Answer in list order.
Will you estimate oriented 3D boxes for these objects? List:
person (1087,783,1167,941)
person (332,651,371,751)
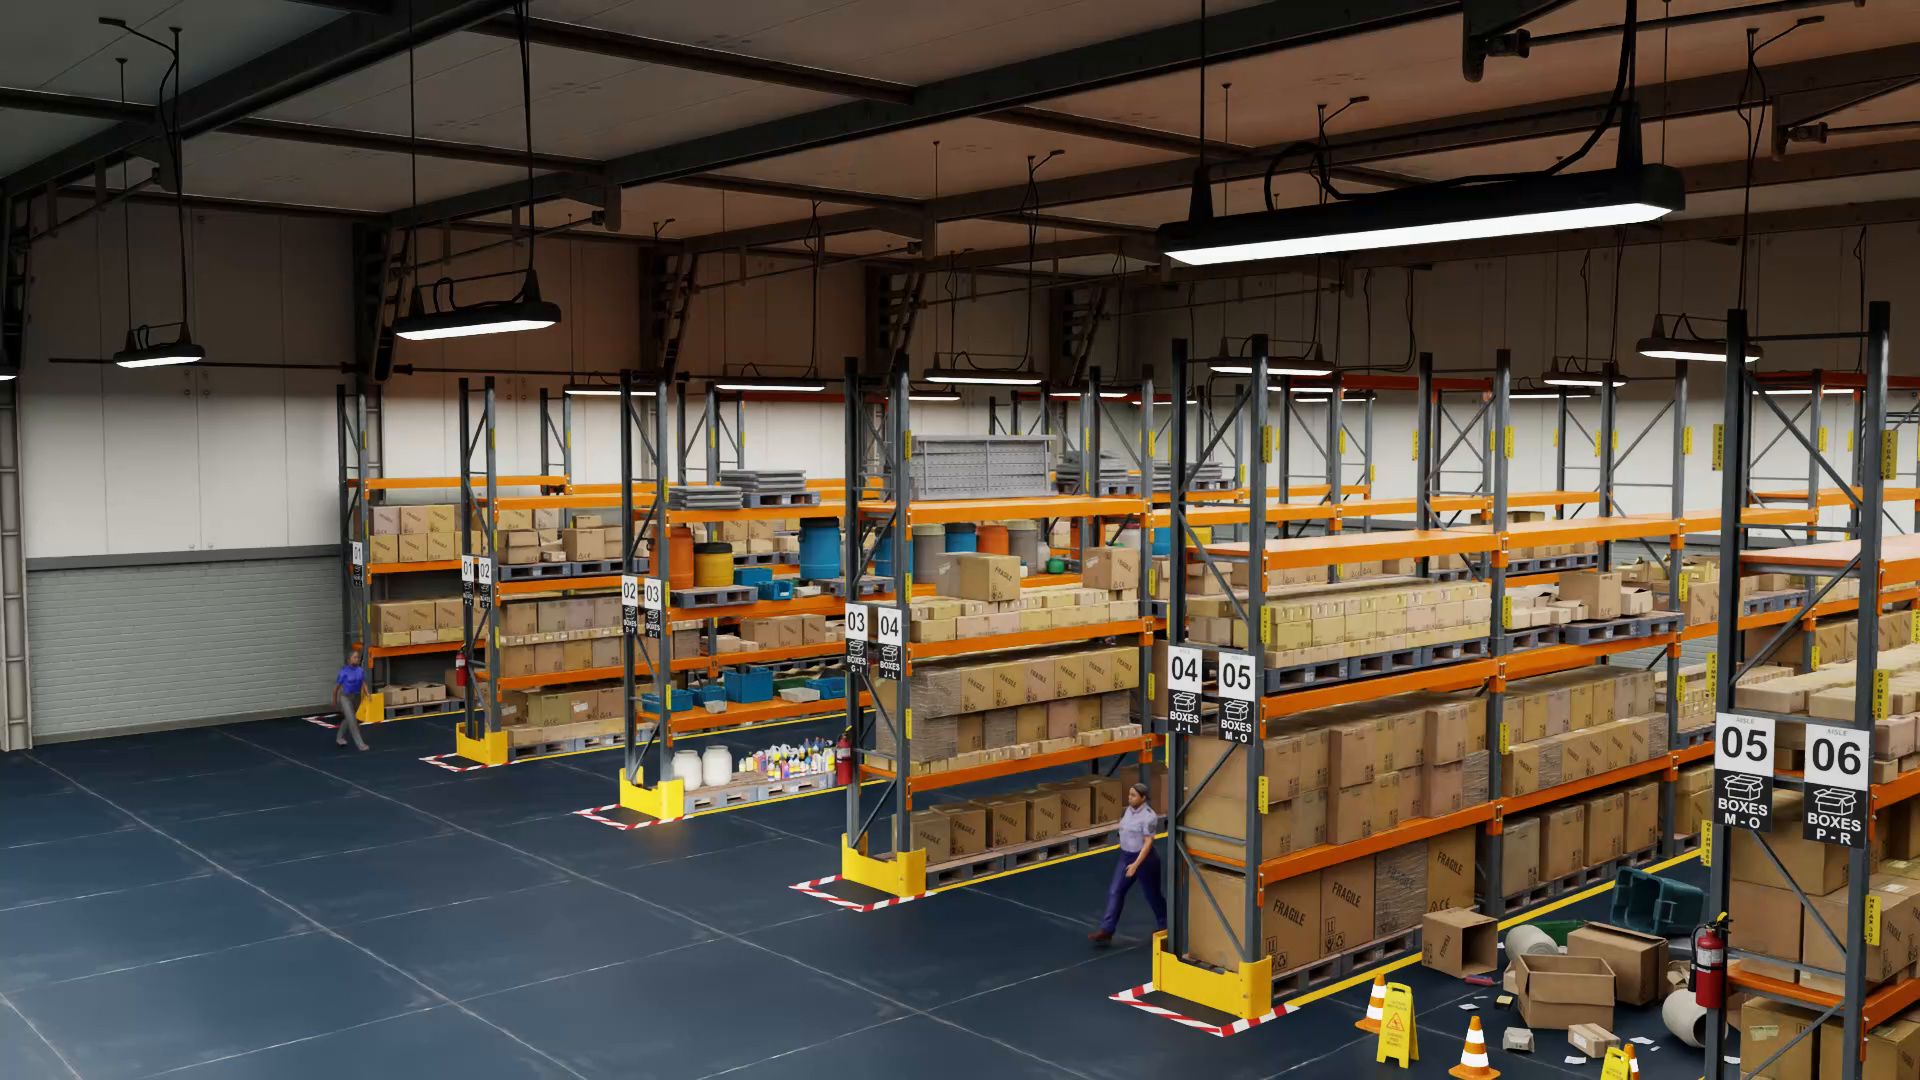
[{"bbox_3d":[1.741,3.246,16.741,0.965,1.596,0.491,-3,5,-34],"label":"person"},{"bbox_3d":[-9.851,2.580,26.906,1.069,1.574,0.512,3,5,41],"label":"person"}]
